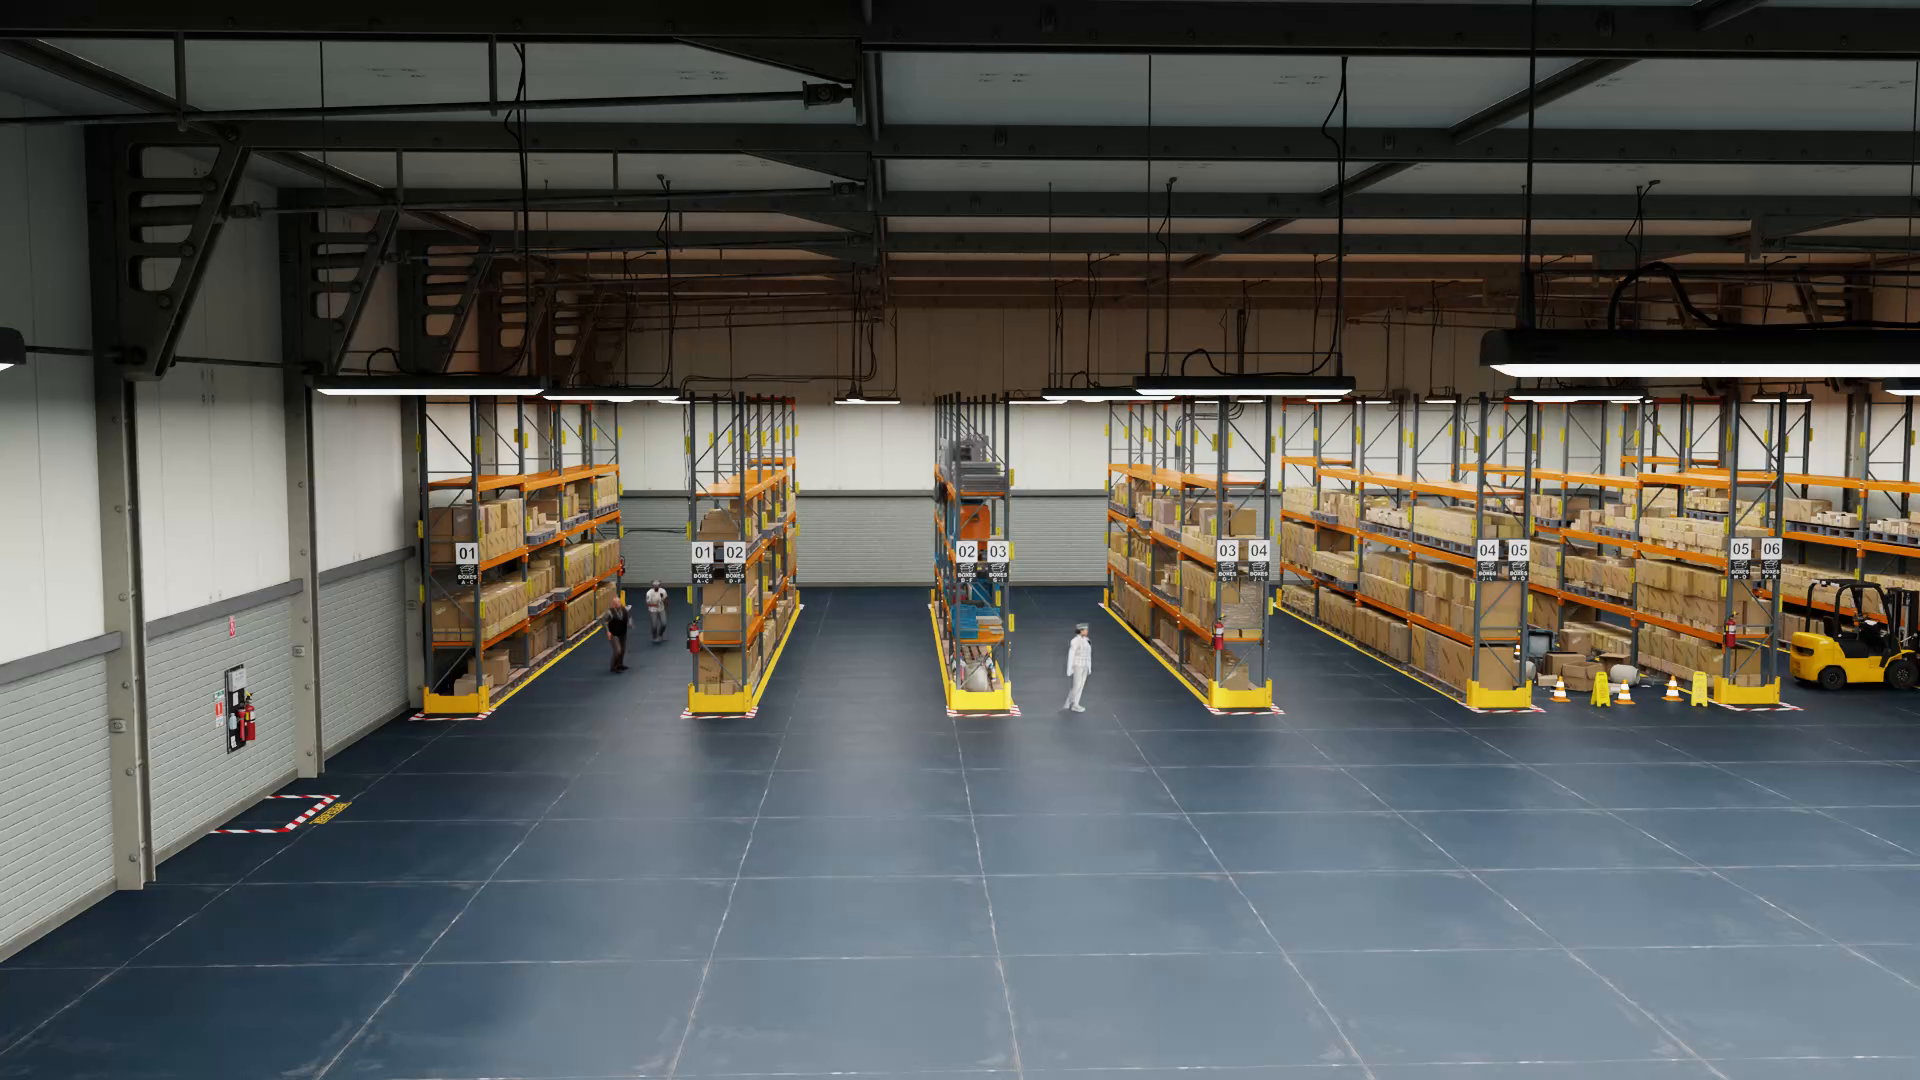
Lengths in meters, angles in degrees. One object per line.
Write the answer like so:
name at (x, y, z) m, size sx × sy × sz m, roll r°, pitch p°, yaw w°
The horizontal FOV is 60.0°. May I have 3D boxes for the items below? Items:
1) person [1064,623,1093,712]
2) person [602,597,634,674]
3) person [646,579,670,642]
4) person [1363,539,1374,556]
person at (2.220, 2.386, 31.215) m, size 0.449 × 1.666 × 0.567 m, roll 4°, pitch 6°, yaw 43°
person at (-7.341, 2.046, 35.869) m, size 0.811 × 1.663 × 0.685 m, roll 4°, pitch 6°, yaw 39°
person at (-7.314, 1.713, 40.248) m, size 0.583 × 1.576 × 0.823 m, roll -1°, pitch 5°, yaw -17°
person at (12.482, 0.822, 50.791) m, size 0.807 × 1.696 × 0.619 m, roll -2°, pitch 5°, yaw -20°
